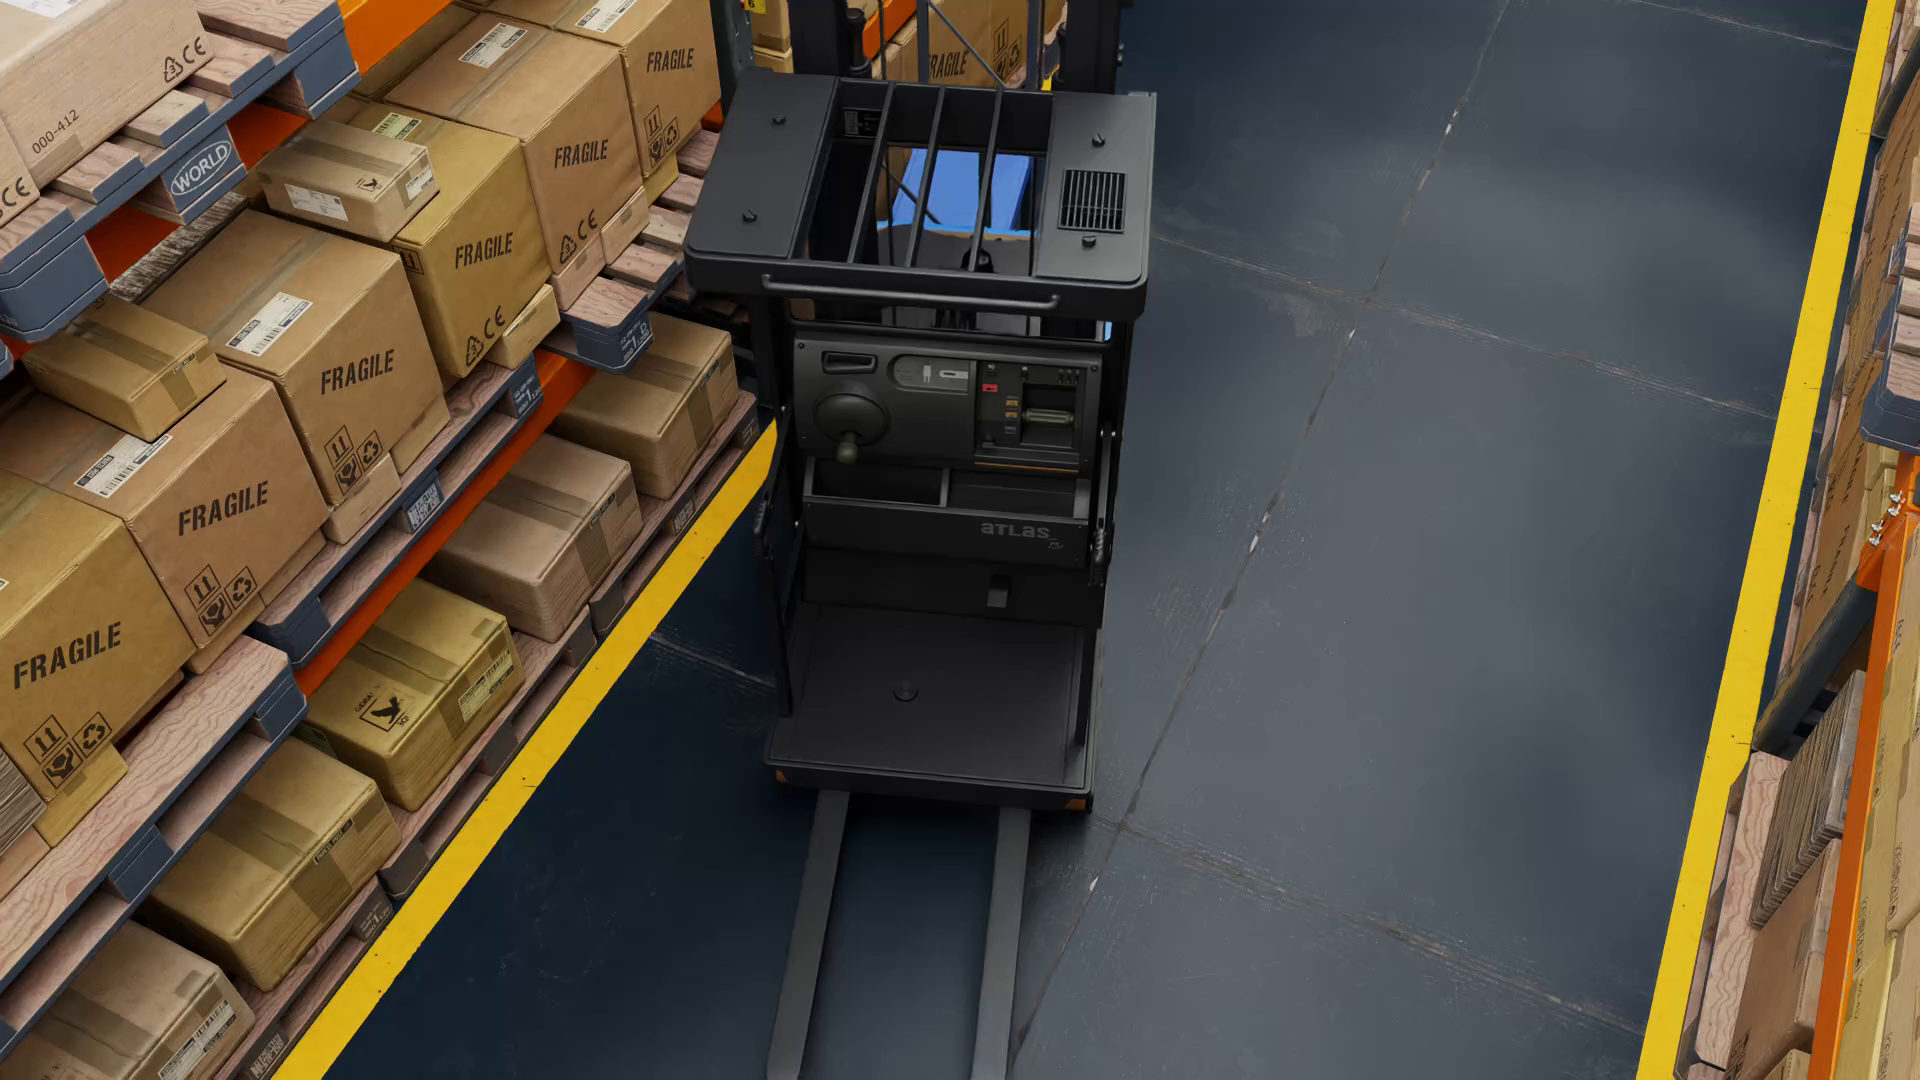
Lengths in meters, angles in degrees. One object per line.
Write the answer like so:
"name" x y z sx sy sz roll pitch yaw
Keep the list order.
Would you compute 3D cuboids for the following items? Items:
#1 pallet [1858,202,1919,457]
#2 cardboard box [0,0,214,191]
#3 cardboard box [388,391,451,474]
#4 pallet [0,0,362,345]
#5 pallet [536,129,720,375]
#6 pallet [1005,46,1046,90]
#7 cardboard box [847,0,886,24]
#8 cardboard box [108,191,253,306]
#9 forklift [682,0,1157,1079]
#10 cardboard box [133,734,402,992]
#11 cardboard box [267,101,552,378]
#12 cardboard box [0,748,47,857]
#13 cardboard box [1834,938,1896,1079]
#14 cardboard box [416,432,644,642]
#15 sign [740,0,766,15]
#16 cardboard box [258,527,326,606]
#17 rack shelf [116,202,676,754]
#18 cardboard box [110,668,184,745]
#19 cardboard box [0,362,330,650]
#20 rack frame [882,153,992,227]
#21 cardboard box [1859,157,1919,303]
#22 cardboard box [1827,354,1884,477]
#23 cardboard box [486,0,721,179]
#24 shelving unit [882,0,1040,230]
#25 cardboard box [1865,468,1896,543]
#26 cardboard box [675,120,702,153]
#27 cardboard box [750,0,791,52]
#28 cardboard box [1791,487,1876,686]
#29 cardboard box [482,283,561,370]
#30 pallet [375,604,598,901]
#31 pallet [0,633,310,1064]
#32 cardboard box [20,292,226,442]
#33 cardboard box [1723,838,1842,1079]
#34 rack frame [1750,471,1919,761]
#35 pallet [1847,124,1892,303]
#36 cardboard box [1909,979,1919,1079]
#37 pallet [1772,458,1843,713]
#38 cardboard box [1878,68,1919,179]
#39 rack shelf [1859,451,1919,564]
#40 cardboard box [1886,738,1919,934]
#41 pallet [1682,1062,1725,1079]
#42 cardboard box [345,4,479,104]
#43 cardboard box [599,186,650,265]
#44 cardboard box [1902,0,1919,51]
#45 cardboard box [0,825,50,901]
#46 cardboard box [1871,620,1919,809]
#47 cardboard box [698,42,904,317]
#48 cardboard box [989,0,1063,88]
"pallet" 3.520 -0.529 5.171 1.213 0.211 1.003 20 52 16
"cardboard box" -1.881 -0.994 3.295 0.500 0.250 0.500 19 52 16
"cardboard box" -1.713 -0.373 4.803 0.380 0.149 0.250 18 52 15
"pallet" -2.104 -0.976 3.580 1.213 0.211 1.003 20 52 16
"pallet" -1.404 -1.126 5.680 1.213 0.211 1.003 20 52 16
"pallet" -0.268 -2.166 8.269 1.003 0.211 1.213 20 52 16
"cardboard box" -0.556 -2.280 6.634 0.500 0.250 0.500 18 52 15
"cardboard box" -2.255 -0.673 4.632 0.500 0.500 0.500 18 52 15
"forklift" -0.063 -0.299 4.895 1.130 2.935 3.031 5 50 4
"cardboard box" -2.379 0.898 5.281 0.950 0.372 0.625 23 53 18
"cardboard box" -1.564 -0.868 4.797 0.500 0.500 0.500 17 52 14
"cardboard box" -2.445 0.546 3.594 0.500 0.500 0.500 21 53 17
"cardboard box" 2.227 1.232 3.646 0.500 0.250 0.500 21 53 17
"cardboard box" -1.754 -0.102 6.132 0.950 0.372 0.625 19 52 15
"sign" -0.701 -1.893 5.498 0.100 0.325 0.005 20 52 16
"cardboard box" -1.961 -0.014 4.497 0.380 0.149 0.250 20 53 16
"rack shelf" -2.050 -0.103 5.156 1.077 0.370 4.000 20 52 16
"cardboard box" -2.216 0.319 4.213 0.380 0.149 0.250 23 53 18
"cardboard box" -2.008 -0.135 4.174 0.500 0.500 0.500 20 52 16
"rack frame" -0.131 -1.044 6.469 0.500 1.500 0.032 9 50 7
"cardboard box" 4.157 -1.210 6.991 0.500 0.500 0.500 18 52 15
"cardboard box" 3.725 -0.491 6.379 0.500 0.500 0.500 22 53 18
"cardboard box" -1.138 -1.575 5.399 0.500 0.500 0.500 18 52 15
"shelving unit" -0.030 -1.424 6.792 0.538 1.500 1.048 9 50 7
"cardboard box" 3.276 -0.060 5.586 0.380 0.149 0.250 17 52 14
"cardboard box" -1.123 -1.466 5.732 0.380 0.149 0.250 22 53 17
"cardboard box" -0.756 -2.096 6.149 0.500 0.250 0.500 19 52 16
"cardboard box" 3.280 0.212 5.781 0.500 0.500 0.500 21 53 17
"cardboard box" -1.459 -0.705 5.085 0.380 0.149 0.250 21 53 17
"pallet" -2.053 0.565 5.946 1.003 0.211 1.213 20 52 16
"pallet" -2.446 0.624 4.191 1.003 0.211 1.213 20 52 16
"cardboard box" -2.013 -0.425 3.994 0.380 0.149 0.250 23 53 18
"cardboard box" 2.743 1.410 4.680 0.875 0.625 0.625 21 53 17
"rack frame" 3.294 -0.101 4.682 1.000 3.000 0.127 20 52 16
"pallet" 4.689 -1.380 7.601 1.003 0.211 1.213 20 52 16
"cardboard box" 2.093 1.006 3.248 0.380 0.149 0.250 19 52 15
"pallet" 3.647 0.301 6.171 1.003 0.211 1.213 20 52 16
"cardboard box" 4.593 -1.922 7.596 0.500 0.500 0.500 22 53 18
"rack shelf" 4.148 -1.245 6.128 1.077 0.370 4.000 20 52 16
"cardboard box" 2.429 0.710 3.761 0.500 0.250 0.500 19 52 15
"pallet" 2.384 2.194 4.560 1.003 0.211 1.213 20 52 16
"cardboard box" -1.813 -1.383 5.236 0.500 0.500 0.500 22 53 18
"cardboard box" -1.239 -1.070 5.395 0.380 0.149 0.250 19 52 16
"cardboard box" 4.975 -2.547 8.359 0.380 0.149 0.250 18 52 15
"cardboard box" -2.383 0.708 3.882 0.380 0.149 0.250 21 53 17
"cardboard box" 2.664 0.518 4.253 0.500 0.250 0.500 19 52 15
"cardboard box" -0.825 -1.610 7.085 0.875 0.875 0.875 19 52 16
"cardboard box" -0.058 -2.838 8.130 0.875 0.875 0.875 21 53 17
